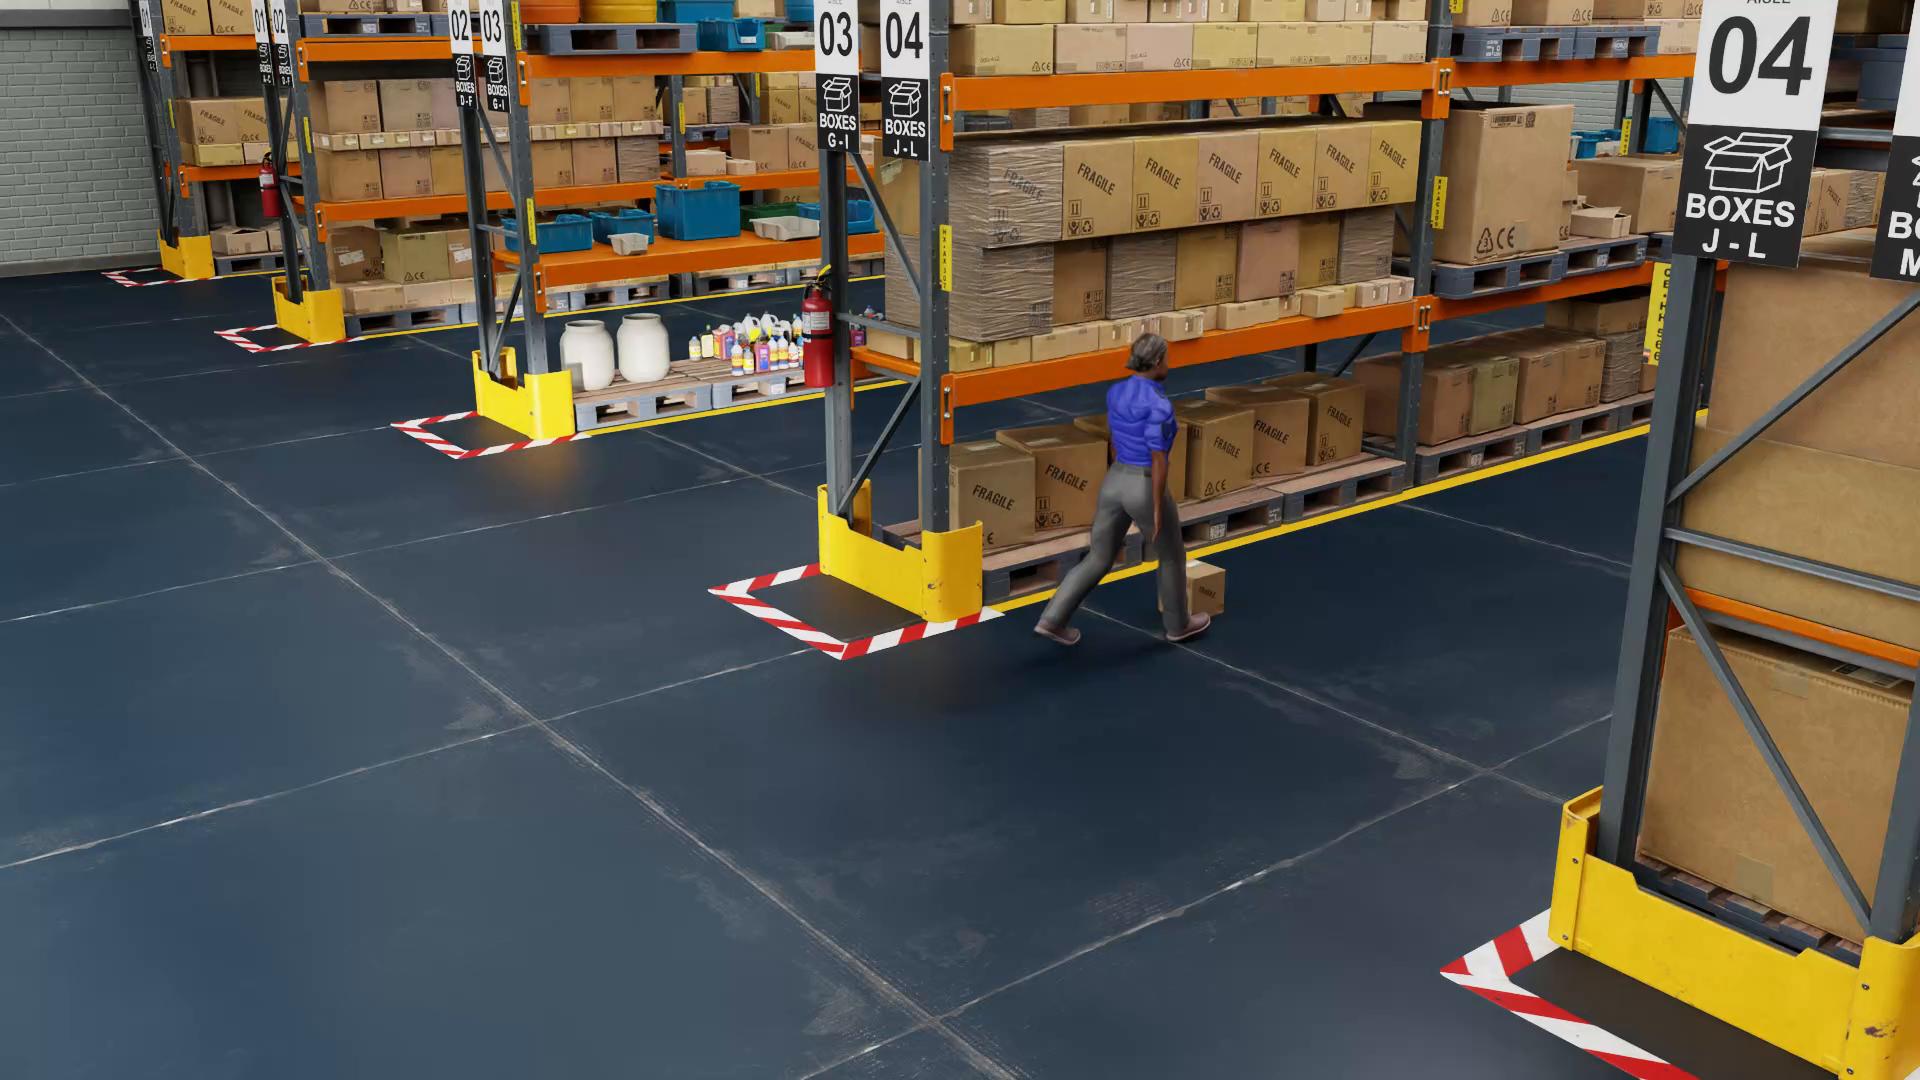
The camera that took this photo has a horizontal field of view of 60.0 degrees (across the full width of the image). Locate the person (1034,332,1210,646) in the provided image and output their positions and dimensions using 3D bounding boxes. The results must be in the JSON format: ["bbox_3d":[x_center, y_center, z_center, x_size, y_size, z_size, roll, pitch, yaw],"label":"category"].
[{"bbox_3d":[0.870,-0.226,8.277,0.993,1.614,0.460,-15,23,-39],"label":"person"}]
